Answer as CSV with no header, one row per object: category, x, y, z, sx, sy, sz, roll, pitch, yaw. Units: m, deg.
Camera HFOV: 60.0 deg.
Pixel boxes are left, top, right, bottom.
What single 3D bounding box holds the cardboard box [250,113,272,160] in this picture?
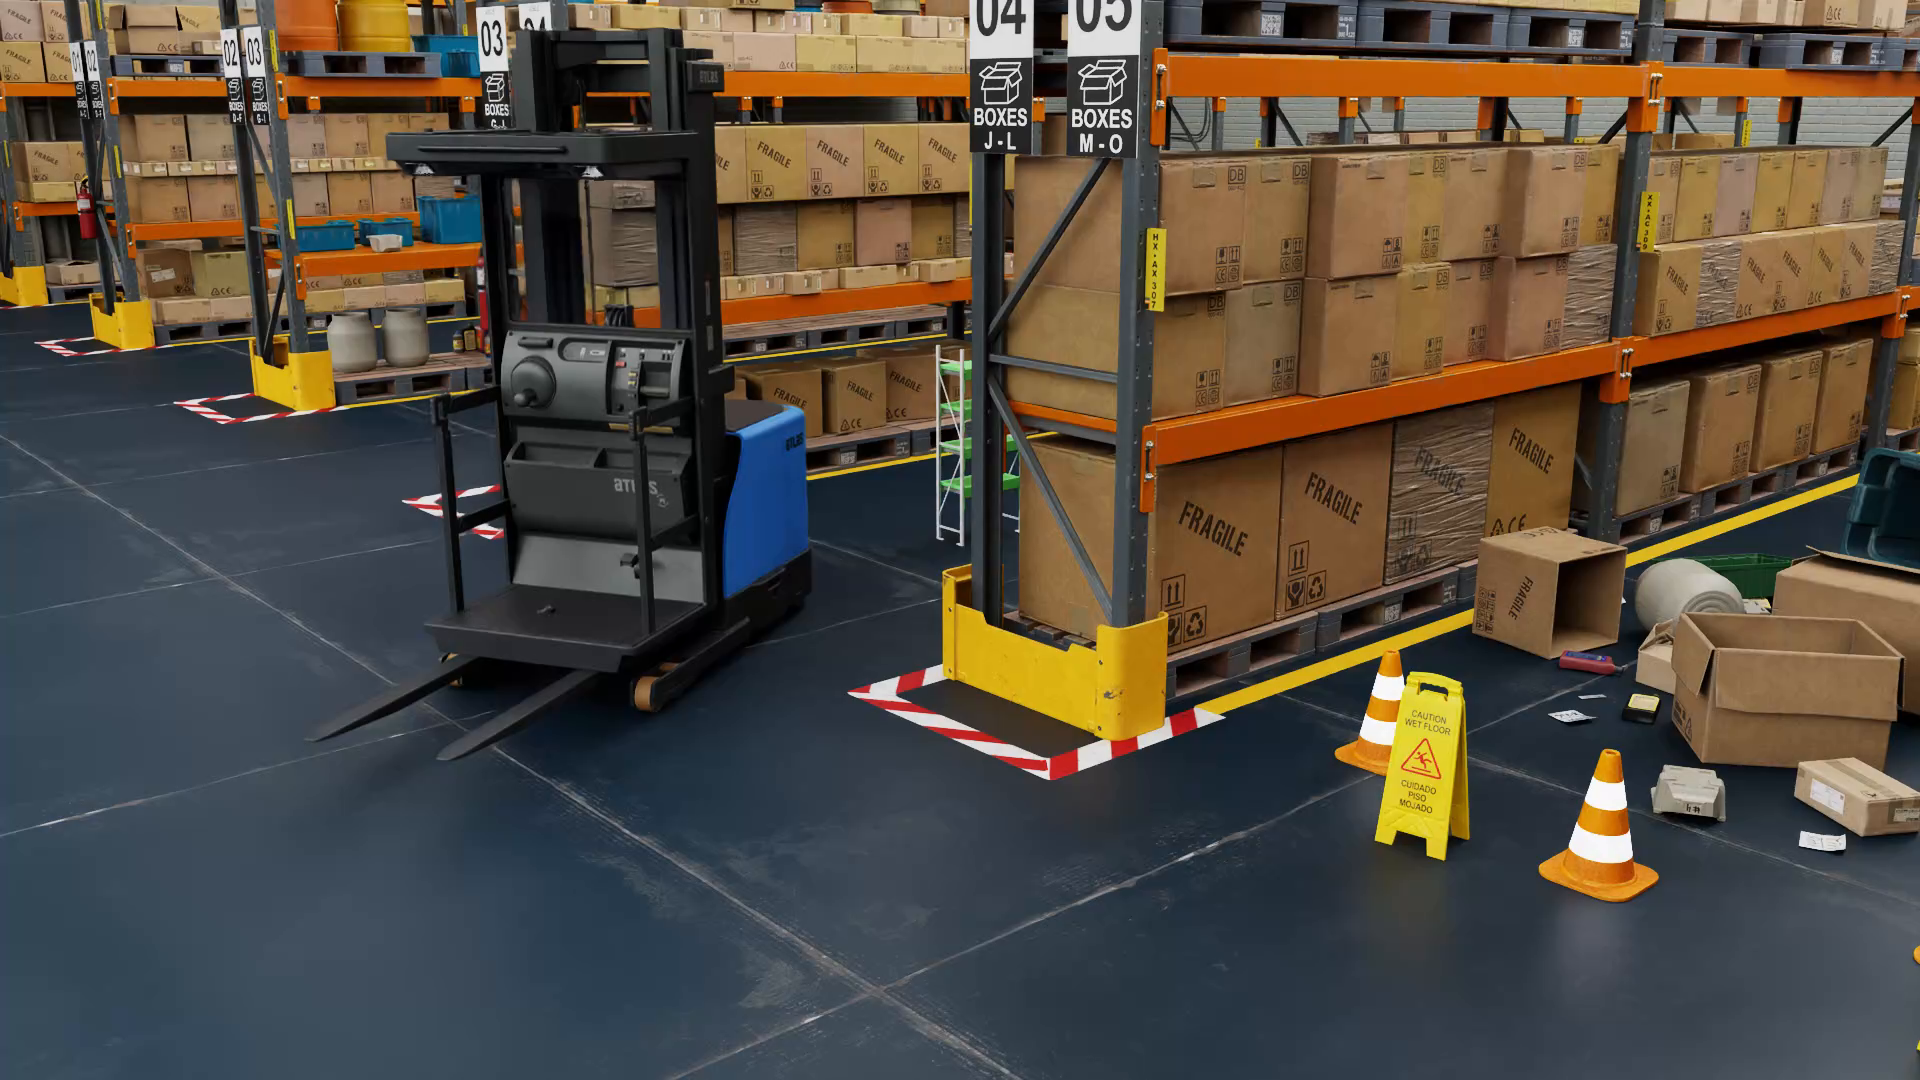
cardboard box,-8.083,-4.584,18.890,0.500,0.500,0.700,-13,19,-39

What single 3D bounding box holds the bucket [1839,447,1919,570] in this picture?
bucket,4.852,-0.094,8.187,0.620,0.611,0.726,5,12,-23

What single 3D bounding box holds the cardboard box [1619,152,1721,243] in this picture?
cardboard box,4.198,-2.117,10.232,0.500,0.500,0.700,-13,20,-40

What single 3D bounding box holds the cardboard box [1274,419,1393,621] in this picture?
cardboard box,1.554,-0.189,8.448,0.875,0.875,0.875,-13,20,-40

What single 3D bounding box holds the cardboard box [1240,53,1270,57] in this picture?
cardboard box,2.335,-4.151,14.454,0.500,0.250,0.500,-12,19,-38

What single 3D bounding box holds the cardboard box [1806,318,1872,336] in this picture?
cardboard box,6.802,-1.615,13.060,0.500,0.250,0.500,-13,20,-41

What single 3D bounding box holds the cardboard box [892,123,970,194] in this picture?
cardboard box,-0.274,-2.856,12.422,0.500,0.500,0.500,-13,19,-39

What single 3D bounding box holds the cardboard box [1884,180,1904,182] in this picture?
cardboard box,7.902,-2.941,13.967,0.250,0.149,0.380,-12,19,-37

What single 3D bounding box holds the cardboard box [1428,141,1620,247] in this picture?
cardboard box,3.140,-1.951,9.360,0.550,0.550,0.875,-13,19,-39

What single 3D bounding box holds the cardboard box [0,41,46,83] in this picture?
cardboard box,-12.095,-6.126,21.327,0.500,0.500,0.500,-12,19,-38

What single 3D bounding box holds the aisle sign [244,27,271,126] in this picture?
aisle sign,-5.870,-3.869,13.885,0.004,0.787,0.394,-13,19,-39

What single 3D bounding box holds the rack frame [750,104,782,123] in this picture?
rack frame,-3.459,-6.644,29.310,0.127,3.000,1.000,-13,19,-39

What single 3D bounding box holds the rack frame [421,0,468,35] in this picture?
rack frame,-6.239,-7.223,19.854,0.127,3.000,1.000,-13,19,-39

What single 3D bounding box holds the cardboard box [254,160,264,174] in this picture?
cardboard box,-8.041,-4.209,18.743,0.250,0.149,0.380,-14,20,-41

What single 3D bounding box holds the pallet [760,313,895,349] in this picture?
pallet,-1.503,-2.361,18.680,1.213,0.211,1.003,-13,19,-39

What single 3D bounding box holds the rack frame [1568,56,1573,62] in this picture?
rack frame,6.296,-6.649,17.706,0.127,3.000,1.000,-13,19,-39

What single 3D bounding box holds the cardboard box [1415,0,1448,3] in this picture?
cardboard box,2.036,-2.567,7.715,0.250,0.149,0.380,-12,19,-39

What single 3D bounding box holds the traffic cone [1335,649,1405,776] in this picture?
traffic cone,1.756,0.677,6.820,0.334,0.463,0.336,-13,19,-39

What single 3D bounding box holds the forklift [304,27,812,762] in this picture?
forklift,-1.753,-0.766,7.438,1.130,2.935,3.031,5,16,18

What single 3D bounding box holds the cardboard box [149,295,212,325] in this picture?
cardboard box,-8.706,-2.569,18.570,0.500,0.250,0.500,-13,19,-39

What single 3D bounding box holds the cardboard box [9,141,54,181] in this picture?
cardboard box,-12.295,-5.032,22.074,0.500,0.500,0.500,-13,20,-40

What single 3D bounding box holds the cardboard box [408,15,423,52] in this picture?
cardboard box,-6.792,-6.059,20.029,0.500,0.500,0.500,-11,18,-35

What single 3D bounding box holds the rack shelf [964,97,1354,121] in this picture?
rack shelf,1.770,-3.836,14.380,4.000,0.370,1.077,-13,19,-39

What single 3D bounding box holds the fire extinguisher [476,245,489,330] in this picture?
fire extinguisher,-3.145,-1.751,11.143,0.183,0.674,0.296,-13,19,-39

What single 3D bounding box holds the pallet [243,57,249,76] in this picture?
pallet,-7.785,-5.376,18.924,1.213,0.211,1.003,-13,19,-39

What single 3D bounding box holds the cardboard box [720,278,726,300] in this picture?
cardboard box,-1.810,-1.723,11.375,0.250,0.149,0.380,-13,19,-39

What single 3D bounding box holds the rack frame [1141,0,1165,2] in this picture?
rack frame,0.423,-3.634,6.416,0.127,3.000,1.000,-13,19,-39

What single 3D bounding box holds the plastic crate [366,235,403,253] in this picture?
plastic crate,-5.121,-2.644,14.846,0.250,0.136,0.298,-13,19,-39

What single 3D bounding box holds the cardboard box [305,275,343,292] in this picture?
cardboard box,-7.573,-3.185,19.423,0.500,0.500,0.500,-13,19,-39

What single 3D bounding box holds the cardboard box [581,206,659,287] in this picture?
cardboard box,-2.324,-1.998,11.147,0.500,0.500,0.875,-13,19,-39

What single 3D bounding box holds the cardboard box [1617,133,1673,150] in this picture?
cardboard box,8.397,-4.749,20.476,0.500,0.500,0.500,-13,20,-41

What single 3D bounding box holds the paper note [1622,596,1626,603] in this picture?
paper note,3.528,0.311,9.024,0.147,0.020,0.142,2,15,9

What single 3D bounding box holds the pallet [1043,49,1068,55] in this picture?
pallet,0.797,-3.838,13.357,1.003,0.211,1.213,-13,19,-39

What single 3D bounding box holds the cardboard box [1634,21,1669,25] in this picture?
cardboard box,3.869,-3.192,9.857,0.500,0.250,0.500,-12,19,-39

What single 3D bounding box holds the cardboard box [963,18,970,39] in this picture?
cardboard box,-0.056,-3.826,12.467,0.250,0.149,0.380,-12,19,-39

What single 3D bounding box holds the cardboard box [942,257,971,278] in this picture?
cardboard box,-0.131,-2.109,12.822,0.250,0.149,0.380,-13,19,-39

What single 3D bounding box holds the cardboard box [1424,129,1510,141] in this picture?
cardboard box,5.294,-4.060,17.500,0.637,0.503,0.797,-12,19,-39

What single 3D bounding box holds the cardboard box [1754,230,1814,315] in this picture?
cardboard box,5.157,-1.754,10.809,0.500,0.500,0.500,-12,19,-39

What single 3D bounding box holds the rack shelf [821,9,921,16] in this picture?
rack shelf,-1.950,-9.340,29.949,4.000,0.370,1.077,-13,19,-39

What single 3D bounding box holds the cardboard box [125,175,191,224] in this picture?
cardboard box,-8.896,-3.772,18.366,0.500,0.500,0.700,-13,19,-39

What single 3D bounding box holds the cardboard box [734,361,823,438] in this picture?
cardboard box,-1.361,-1.026,12.309,0.500,0.500,0.500,-10,18,-34

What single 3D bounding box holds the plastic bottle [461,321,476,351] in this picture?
plastic bottle,-4.834,-2.002,16.345,0.133,0.283,0.061,-12,19,-38

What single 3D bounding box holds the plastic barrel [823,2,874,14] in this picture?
plastic barrel,-1.228,-5.487,18.333,0.708,0.830,0.600,-13,19,-39

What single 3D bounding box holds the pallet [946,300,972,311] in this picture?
pallet,0.595,-2.832,20.443,1.213,0.211,1.003,-13,19,-39

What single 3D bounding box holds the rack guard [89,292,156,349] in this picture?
rack guard,-9.275,-2.436,18.399,0.348,0.500,1.175,-13,19,-39

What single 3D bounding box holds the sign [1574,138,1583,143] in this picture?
sign,6.660,-4.168,17.951,0.005,0.325,0.100,-13,19,-39

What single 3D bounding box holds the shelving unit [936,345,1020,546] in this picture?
shelving unit,0.125,-0.608,10.200,0.503,1.200,0.258,-13,19,-39

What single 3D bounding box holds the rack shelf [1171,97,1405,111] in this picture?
rack shelf,4.554,-6.156,23.064,4.000,0.370,1.077,-13,19,-39

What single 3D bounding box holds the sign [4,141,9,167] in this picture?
sign,-12.155,-4.924,21.193,0.005,0.325,0.100,-13,19,-39

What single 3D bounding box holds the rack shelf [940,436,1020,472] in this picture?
rack shelf,0.125,-0.546,10.217,0.480,0.148,0.258,-13,19,-39

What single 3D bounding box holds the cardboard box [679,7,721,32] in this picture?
cardboard box,-1.776,-3.413,10.921,0.250,0.149,0.380,-12,19,-37
